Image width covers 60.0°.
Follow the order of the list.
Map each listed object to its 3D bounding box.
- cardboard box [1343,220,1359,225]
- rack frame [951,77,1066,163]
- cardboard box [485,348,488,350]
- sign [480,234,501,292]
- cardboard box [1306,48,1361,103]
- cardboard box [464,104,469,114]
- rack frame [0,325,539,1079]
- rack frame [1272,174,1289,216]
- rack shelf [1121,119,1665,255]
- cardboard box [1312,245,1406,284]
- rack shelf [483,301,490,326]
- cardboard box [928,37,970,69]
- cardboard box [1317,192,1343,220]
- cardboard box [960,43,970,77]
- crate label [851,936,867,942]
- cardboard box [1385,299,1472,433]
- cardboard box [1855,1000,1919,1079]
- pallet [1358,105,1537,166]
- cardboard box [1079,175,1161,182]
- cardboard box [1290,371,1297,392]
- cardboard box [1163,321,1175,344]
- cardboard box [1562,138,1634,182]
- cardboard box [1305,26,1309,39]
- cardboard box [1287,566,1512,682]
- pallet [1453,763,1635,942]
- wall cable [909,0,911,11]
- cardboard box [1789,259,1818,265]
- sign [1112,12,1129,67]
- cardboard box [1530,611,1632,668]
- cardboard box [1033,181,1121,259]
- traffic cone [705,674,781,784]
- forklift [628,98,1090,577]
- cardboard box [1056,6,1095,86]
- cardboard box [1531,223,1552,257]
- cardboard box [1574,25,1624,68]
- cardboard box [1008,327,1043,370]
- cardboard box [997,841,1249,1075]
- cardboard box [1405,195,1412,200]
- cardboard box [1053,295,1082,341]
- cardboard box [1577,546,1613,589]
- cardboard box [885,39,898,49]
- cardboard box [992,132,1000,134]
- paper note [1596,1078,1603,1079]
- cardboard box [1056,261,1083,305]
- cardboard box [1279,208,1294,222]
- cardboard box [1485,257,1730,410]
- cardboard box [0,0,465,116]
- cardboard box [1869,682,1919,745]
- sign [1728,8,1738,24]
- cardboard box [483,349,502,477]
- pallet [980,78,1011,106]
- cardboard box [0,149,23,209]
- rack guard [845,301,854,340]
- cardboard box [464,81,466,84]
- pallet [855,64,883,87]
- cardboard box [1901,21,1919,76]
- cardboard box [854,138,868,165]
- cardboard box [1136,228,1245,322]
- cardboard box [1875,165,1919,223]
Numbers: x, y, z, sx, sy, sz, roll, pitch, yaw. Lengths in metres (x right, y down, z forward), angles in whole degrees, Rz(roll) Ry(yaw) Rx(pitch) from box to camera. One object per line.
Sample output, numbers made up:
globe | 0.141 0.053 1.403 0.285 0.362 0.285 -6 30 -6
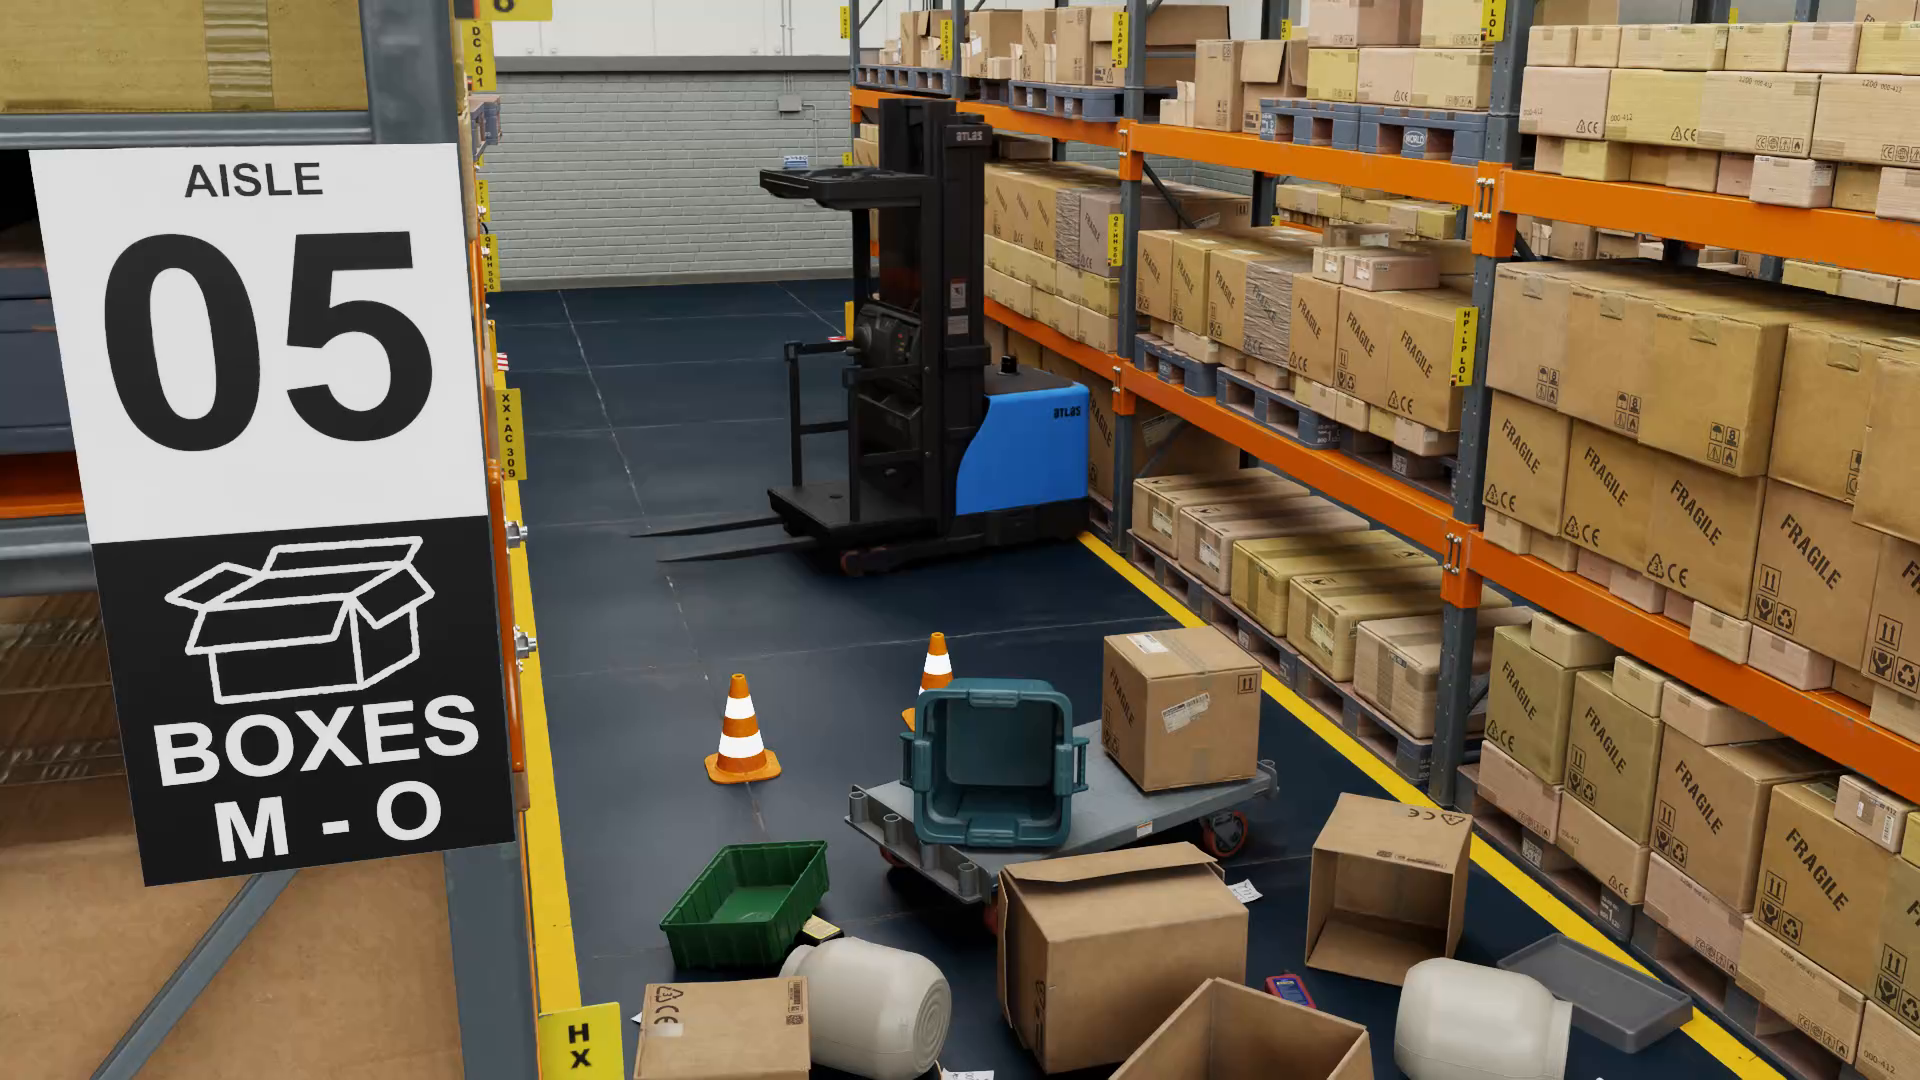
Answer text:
cardboard box | 4.319 -3.338 17.786 0.380 0.149 0.250 -4 17 -14
rack frame | 0.422 -2.502 14.568 1.000 3.000 0.127 -5 17 -15
cardboard box | -2.556 -0.645 8.210 0.500 0.500 0.500 -5 17 -16
sign | -2.678 -1.576 9.471 0.100 0.325 0.005 -5 17 -15
cardboard box | 2.047 -2.287 8.167 0.500 0.250 0.500 -4 17 -15
cardboard box | -0.869 -0.519 2.286 0.380 0.149 0.250 -5 17 -15
rack frame | -1.012 1.236 2.122 1.000 3.000 0.127 -5 17 -15
rack frame | 4.094 -4.002 19.561 1.000 3.000 0.127 -5 17 -15
rack shelf | 2.070 -1.935 8.715 1.077 0.370 4.000 -5 17 -15
cardboard box | 1.976 -1.365 8.233 0.380 0.149 0.250 -5 18 -18
rack shelf | -3.760 -1.185 11.434 1.077 0.370 4.000 -5 17 -15
cardboard box | -0.062 -4.275 14.585 0.396 0.266 0.258 -4 17 -13
cardboard box | 4.241 -3.646 18.121 0.500 0.250 0.500 -5 17 -16
cardboard box | 0.223 -3.909 13.542 0.396 0.266 0.258 -5 17 -16
crate label | -0.387 1.559 6.023 0.250 0.136 0.298 11 20 32
cardboard box | 2.272 -0.790 7.448 0.500 0.500 0.500 -5 17 -16
cardboard box | 3.104 1.587 5.005 0.500 0.250 0.500 -5 17 -15
pallet | 2.553 -1.815 7.393 1.213 0.211 1.003 -5 17 -15
cardboard box | 1.212 -2.499 12.645 0.500 0.500 0.500 -4 17 -14
cardboard box | 1.973 -0.855 8.791 0.380 0.149 0.250 -5 18 -17
cardboard box | 1.477 -1.291 10.243 0.380 0.149 0.250 -6 18 -19
cardboard box | 2.486 -1.423 6.197 0.380 0.149 0.250 -5 17 -15
cardboard box | 4.096 -5.464 18.088 0.500 0.250 0.500 -5 17 -16
cardboard box | 2.273 0.425 8.662 0.950 0.372 0.625 -4 17 -12
pallet | 2.839 1.229 6.993 1.003 0.211 1.213 -5 17 -15
wall cable | -1.788 -8.092 22.747 2.355 3.000 0.029 -5 17 -15
cardboard box | 6.097 -2.036 11.716 0.380 0.149 0.250 -4 17 -14
sign | 0.985 -3.076 10.229 0.100 0.325 0.005 -5 17 -15
cardboard box | 2.499 0.381 6.590 0.380 0.149 0.250 -4 17 -14
cardboard box | 0.848 -2.324 12.063 0.500 0.500 0.500 -5 17 -15
traffic cone | -1.028 0.855 7.802 0.336 0.463 0.334 -5 17 -15
forklift | -0.658 -1.339 10.816 3.031 2.935 1.130 -8 19 -26
cardboard box | 1.066 -3.340 11.240 0.700 0.500 0.500 -6 18 -18
cardboard box | 5.206 -2.618 14.456 0.396 0.266 0.258 -4 17 -13
cardboard box | 2.492 -1.805 6.083 0.380 0.149 0.250 -4 17 -14
cardboard box | 0.925 -1.271 13.433 0.875 0.875 0.875 -4 17 -14
cardboard box | 0.537 1.404 5.667 0.797 0.637 0.503 -5 17 -15
cardboard box | 4.891 -3.542 17.772 0.500 0.250 0.500 -5 17 -15
cardboard box | 0.977 -1.583 11.770 0.500 0.250 0.500 -4 17 -14
cardboard box | 2.620 0.080 6.407 0.380 0.149 0.250 -5 17 -16
cardboard box | -0.468 -5.105 17.376 0.500 0.250 0.500 -6 18 -20
cardboard box | 0.185 -3.797 15.838 0.380 0.149 0.250 -5 17 -15
paper note | 2.103 1.800 5.405 0.142 0.019 0.148 -12 20 -34
cardboard box | 0.999 -1.819 11.684 0.500 0.250 0.500 -5 17 -17
cardboard box | 3.920 -3.769 19.222 0.380 0.149 0.250 -5 17 -16
cardboard box | 2.533 -0.820 6.538 0.700 0.500 0.500 -5 17 -16
cardboard box | -0.898 -0.674 2.106 0.500 0.250 0.500 -5 17 -15
cardboard box | 2.992 0.503 5.001 0.380 0.149 0.250 -5 17 -16
sign | 3.140 -2.018 6.845 0.100 0.325 0.005 -5 17 -15
cardboard box | -1.780 -0.211 4.804 0.875 0.550 0.550 -5 17 -15
pallet | 0.721 -3.597 13.333 0.805 0.209 1.217 -5 18 -17
cardboard box | -1.569 -0.535 2.337 0.380 0.149 0.250 -4 17 -14
rack guard | -0.684 -2.418 18.633 1.175 0.500 0.348 -5 17 -15
cardboard box | -1.284 -0.938 3.679 0.380 0.149 0.250 -5 17 -15
pallet | -0.464 -4.798 17.152 1.003 0.211 1.213 -5 17 -15
cardboard box | 2.889 -1.373 4.645 0.380 0.149 0.250 -4 17 -14
cardboard box | -0.820 -3.980 17.576 0.500 0.500 0.500 -5 17 -16
cardboard box | 1.422 -1.644 10.291 0.500 0.500 0.500 -5 17 -17
cardboard box | 2.887 -0.997 4.780 0.380 0.149 0.250 -5 17 -16
